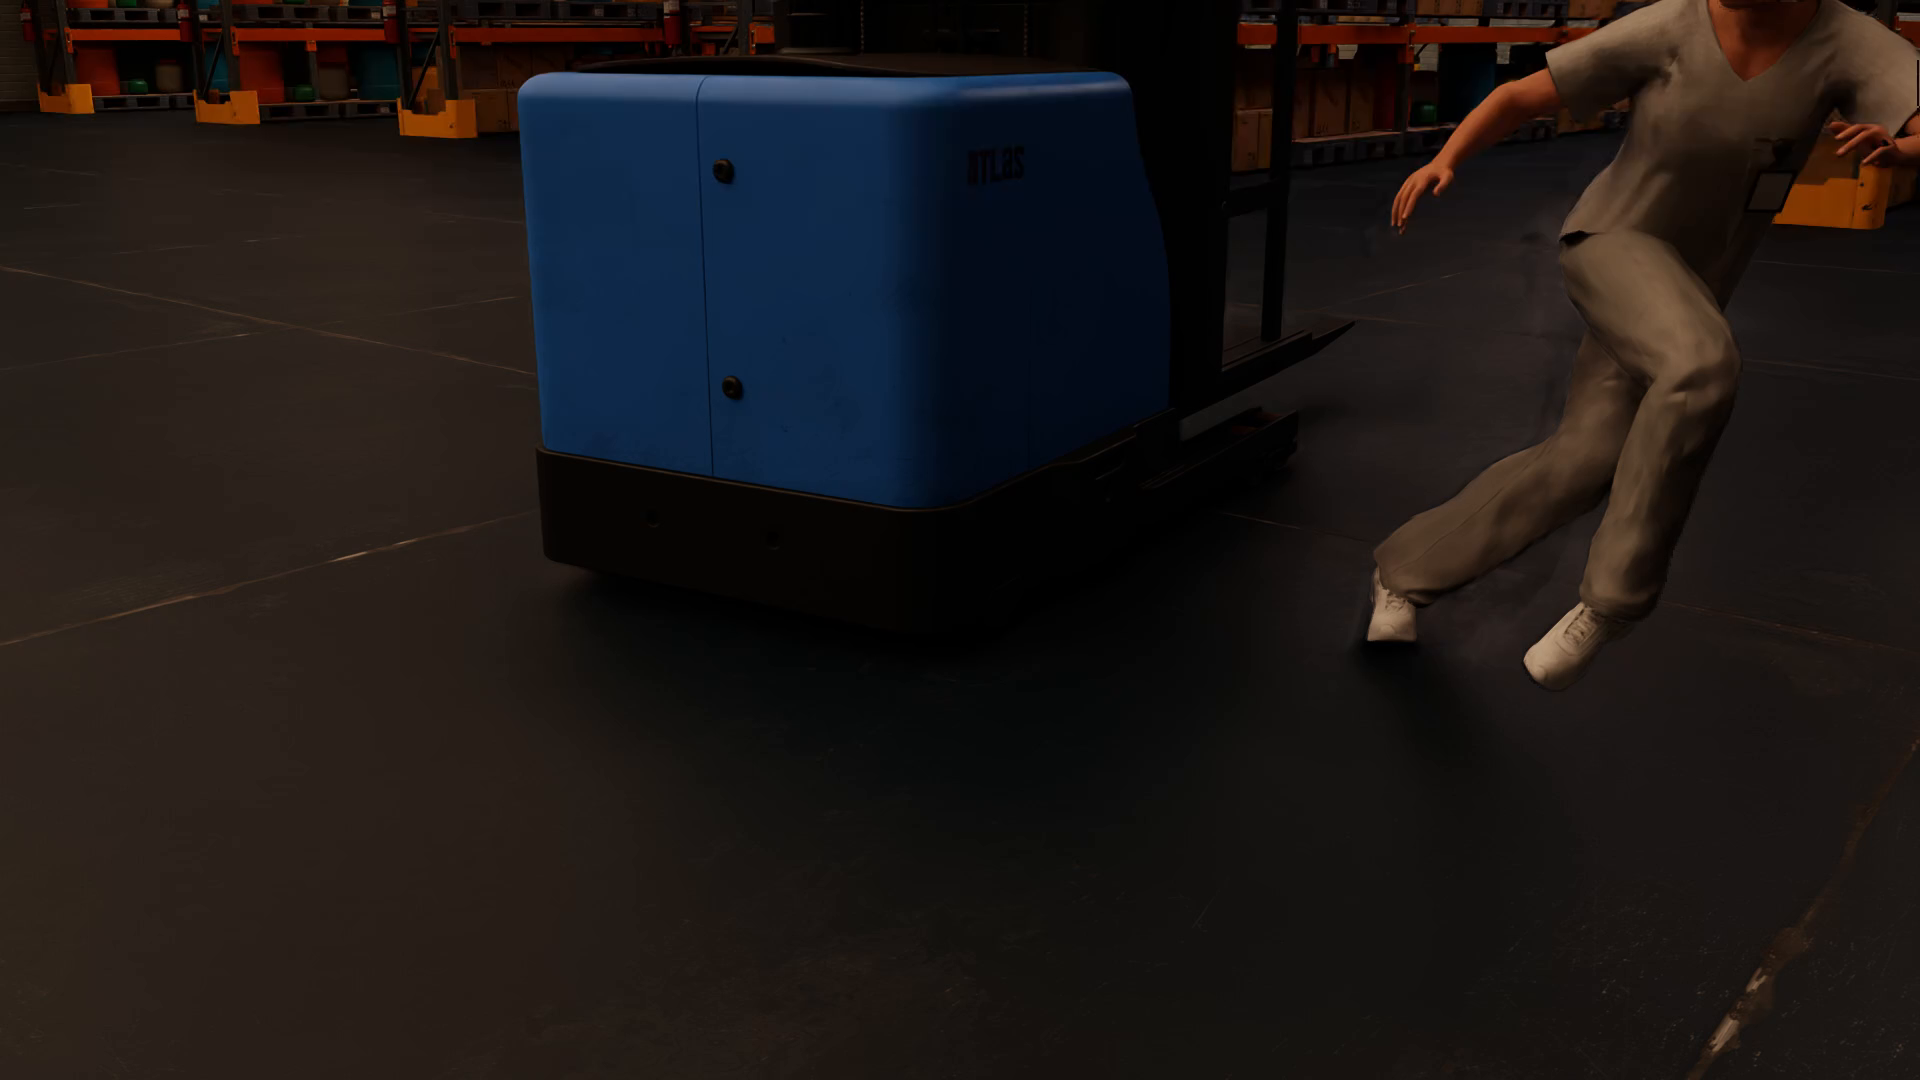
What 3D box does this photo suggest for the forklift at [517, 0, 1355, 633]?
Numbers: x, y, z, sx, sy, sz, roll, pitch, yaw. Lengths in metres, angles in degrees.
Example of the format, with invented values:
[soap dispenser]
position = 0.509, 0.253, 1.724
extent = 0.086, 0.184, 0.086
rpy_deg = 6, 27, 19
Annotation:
[forklift]
position = 0.277, -1.603, 4.175
extent = 1.130, 2.935, 3.031
rpy_deg = 10, 19, 29

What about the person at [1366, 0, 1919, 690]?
[person]
position = 1.182, -0.429, 2.878
extent = 0.880, 1.431, 0.819
rpy_deg = 0, 17, 0
